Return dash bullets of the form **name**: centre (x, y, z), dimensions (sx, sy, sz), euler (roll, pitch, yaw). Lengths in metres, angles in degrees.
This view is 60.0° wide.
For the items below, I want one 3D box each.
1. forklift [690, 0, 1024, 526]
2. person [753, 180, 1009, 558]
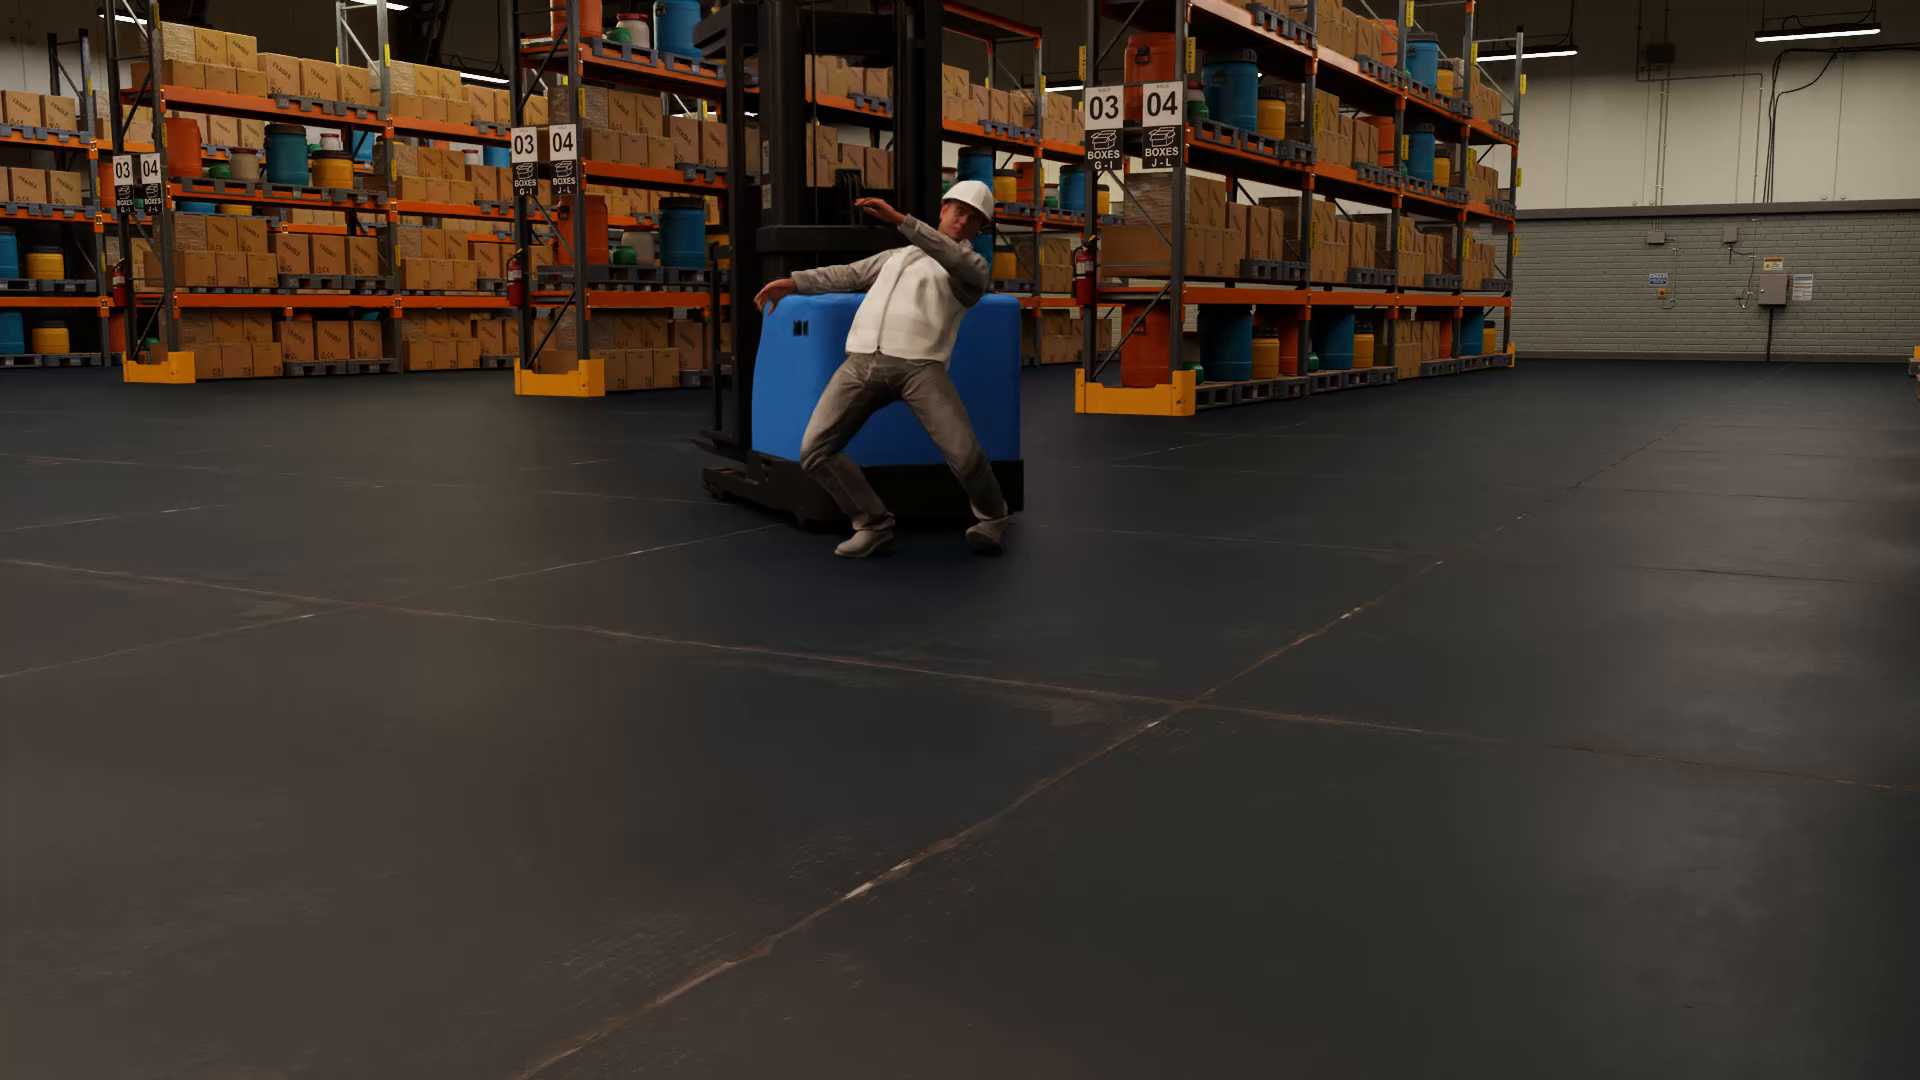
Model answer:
- **forklift**: centre (-0.746, -1.679, 8.755), dimensions (1.130, 2.935, 3.031), euler (-3, 9, -23)
- **person**: centre (-0.345, -0.698, 6.816), dimensions (1.024, 1.540, 0.730), euler (3, 8, 22)
